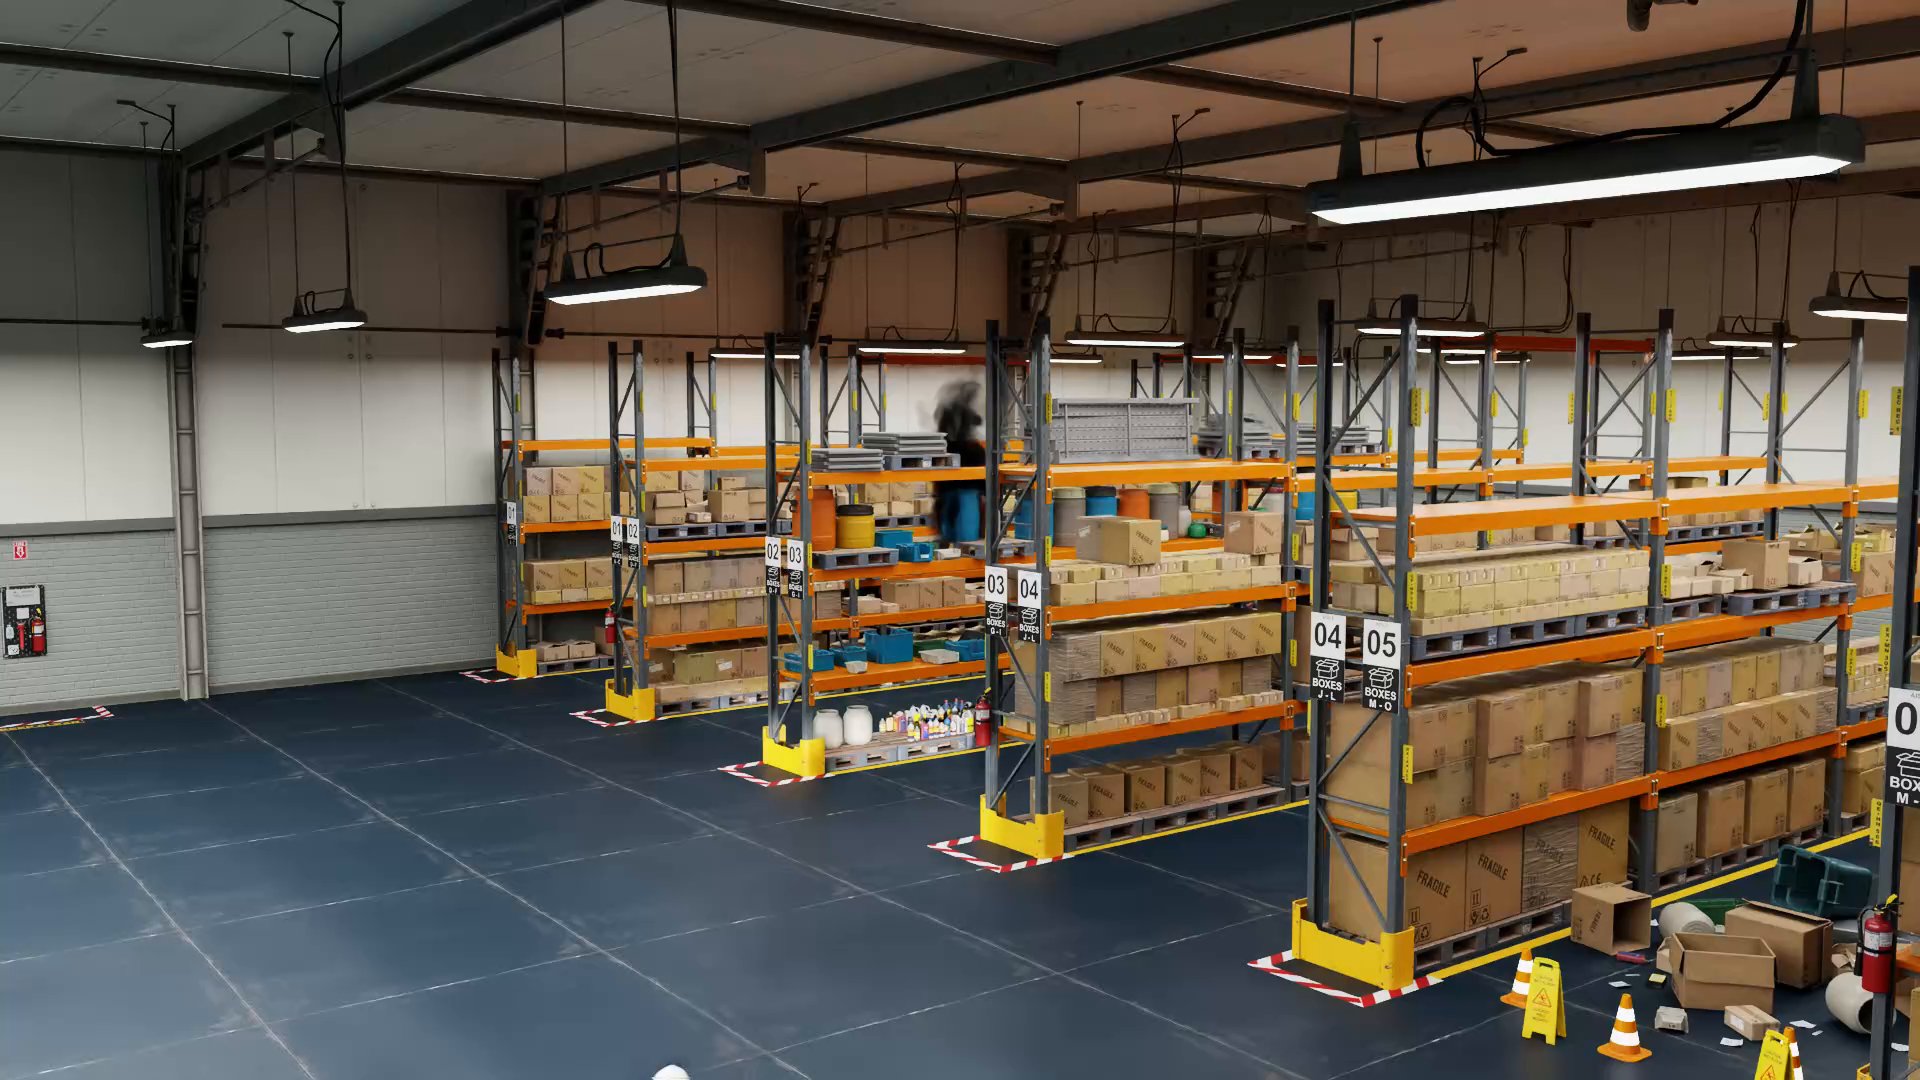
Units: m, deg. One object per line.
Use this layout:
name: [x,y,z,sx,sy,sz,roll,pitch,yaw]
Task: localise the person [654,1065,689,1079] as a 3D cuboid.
person: [-1.479,3.554,8.547,0.686,1.733,0.599,-1,5,-6]
